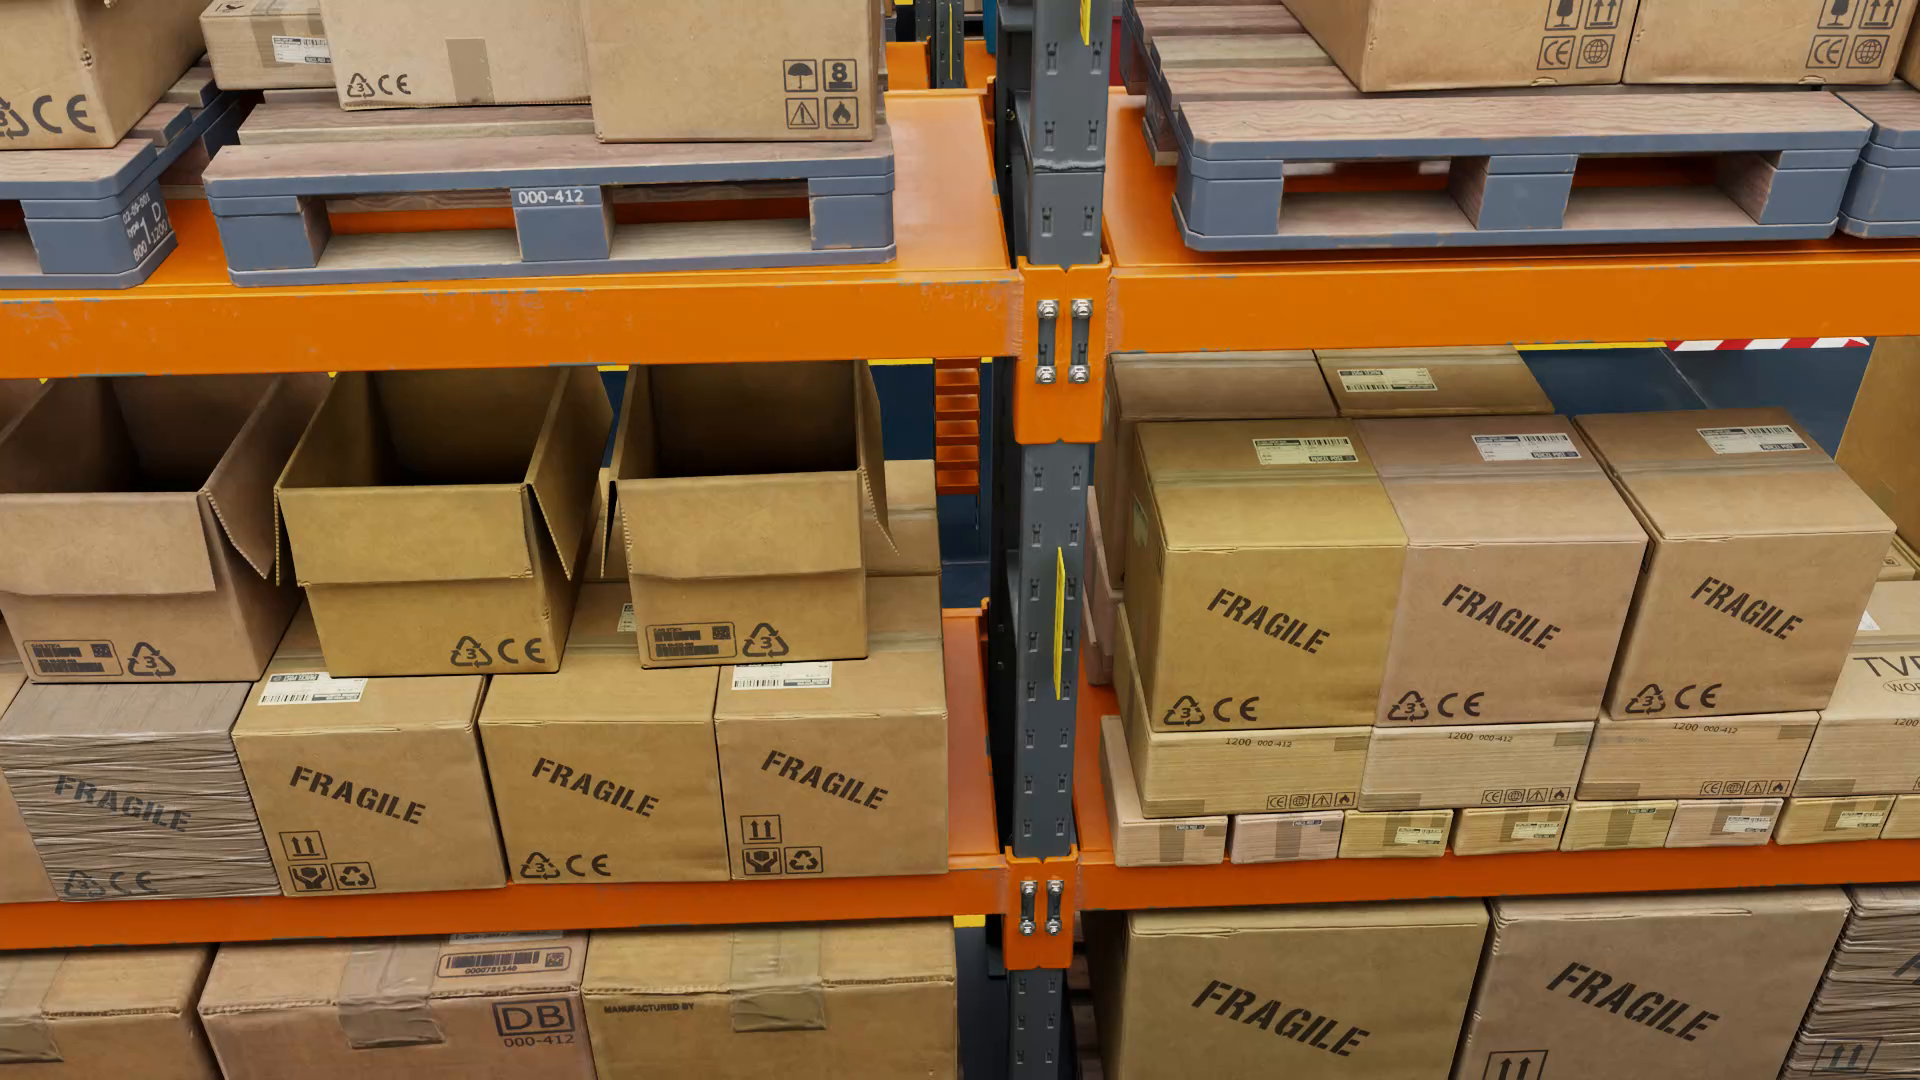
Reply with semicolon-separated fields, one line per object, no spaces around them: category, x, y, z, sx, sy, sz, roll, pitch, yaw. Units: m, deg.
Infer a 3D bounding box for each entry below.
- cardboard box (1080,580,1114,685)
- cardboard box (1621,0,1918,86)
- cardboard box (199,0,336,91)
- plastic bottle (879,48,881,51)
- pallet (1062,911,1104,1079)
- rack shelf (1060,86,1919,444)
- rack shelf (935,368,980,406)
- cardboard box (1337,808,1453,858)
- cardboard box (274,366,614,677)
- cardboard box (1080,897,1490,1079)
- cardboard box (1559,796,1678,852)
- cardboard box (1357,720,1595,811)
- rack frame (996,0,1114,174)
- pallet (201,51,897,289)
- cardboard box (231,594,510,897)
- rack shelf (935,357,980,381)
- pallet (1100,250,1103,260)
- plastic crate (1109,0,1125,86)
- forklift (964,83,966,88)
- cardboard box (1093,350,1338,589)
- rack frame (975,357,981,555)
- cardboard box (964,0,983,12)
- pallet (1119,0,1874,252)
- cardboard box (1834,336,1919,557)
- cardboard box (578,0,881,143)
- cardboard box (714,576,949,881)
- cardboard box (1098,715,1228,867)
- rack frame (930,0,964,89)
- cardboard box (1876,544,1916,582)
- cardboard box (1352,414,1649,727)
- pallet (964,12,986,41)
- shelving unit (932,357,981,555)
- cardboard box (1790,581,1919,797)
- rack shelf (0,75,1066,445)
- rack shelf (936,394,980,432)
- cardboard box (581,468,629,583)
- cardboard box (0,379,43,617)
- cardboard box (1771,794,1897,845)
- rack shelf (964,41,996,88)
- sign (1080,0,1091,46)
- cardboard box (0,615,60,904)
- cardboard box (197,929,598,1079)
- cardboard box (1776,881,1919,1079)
cardboard box;0.456;0.217;4.521;0.250;0.149;0.380;-1;35;-2
cardboard box;1.484;-1.247;3.236;0.500;0.500;0.700;0;35;0
cardboard box;-1.327;-1.040;3.332;0.250;0.149;0.380;-3;35;-4
plastic bottle;-0.445;-2.262;7.991;0.135;0.276;0.152;-2;35;-2
pallet;0.931;1.479;4.928;1.213;0.211;1.003;-2;35;-2
rack shelf;2.165;-0.683;3.598;4.000;0.370;1.077;-2;35;-2
rack shelf;-0.014;-0.654;6.797;0.180;0.103;0.258;-2;35;-2
cardboard box;1.004;0.578;4.000;0.250;0.149;0.380;0;35;-1
cardboard box;-1.156;-0.112;3.806;0.637;0.503;0.797;-1;35;-2
cardboard box;0.830;1.037;4.614;0.875;0.875;0.875;-2;35;-2
cardboard box;1.522;0.563;4.021;0.250;0.149;0.380;-2;35;-3
cardboard box;1.146;0.373;3.945;0.500;0.250;0.500;-2;35;-2
rack frame;0.167;-2.159;2.462;0.127;3.000;1.000;-2;35;-2
pallet;-0.746;-0.794;3.293;1.217;0.209;0.805;-3;35;-4
cardboard box;-1.303;0.462;3.858;0.500;0.500;0.500;-2;35;-3
rack shelf;-0.014;-0.752;6.728;0.180;0.103;0.258;-2;35;-2
pallet;0.666;-1.402;9.091;1.213;0.211;1.003;-2;35;-2
plastic crate;0.837;-2.440;8.030;0.583;0.464;0.402;-2;35;-2
forklift;1.434;-3.921;10.340;3.031;2.935;1.130;0;35;1
cardboard box;0.614;-0.225;4.151;0.500;0.500;0.500;-1;35;-1
rack frame;0.077;-0.495;6.912;0.006;1.200;0.240;-2;35;-2
cardboard box;0.132;-4.287;12.784;0.500;0.311;0.500;-2;35;-2
pallet;0.985;-0.905;3.364;1.213;0.211;1.003;-2;35;-2
cardboard box;2.654;-0.278;4.228;0.500;0.500;0.500;-2;35;-4
cardboard box;-0.411;-1.118;3.136;0.500;0.500;0.700;-1;35;-1
cardboard box;-0.287;0.435;3.898;0.500;0.500;0.500;-1;35;-2
cardboard box;0.479;0.593;3.979;0.250;0.149;0.380;-1;35;-2
rack frame;-0.067;-2.507;8.237;0.127;3.000;1.000;-2;35;-2
cardboard box;2.129;0.046;4.419;0.500;0.250;0.500;-2;35;-3
cardboard box;1.150;0.063;3.735;0.500;0.500;0.500;-2;35;-2
pallet;0.388;-4.194;13.125;1.213;0.211;1.003;-2;35;-2
shelving unit;-0.014;-0.493;6.908;0.189;1.200;0.258;-2;35;-2
cardboard box;2.156;0.347;3.983;0.500;0.250;0.500;-1;35;-2
rack shelf;-1.830;-0.575;3.442;4.000;0.370;1.077;-2;35;-2
rack shelf;-0.014;-0.555;6.865;0.180;0.103;0.258;-2;35;-2
cardboard box;-0.806;0.151;4.307;0.500;0.500;0.500;-1;35;-2
cardboard box;-2.446;-0.064;3.737;0.637;0.503;0.797;-1;35;-1
cardboard box;2.036;0.550;4.041;0.250;0.149;0.380;-2;35;-4
rack shelf;1.931;-2.265;8.520;4.000;0.370;1.077;-2;35;-2
sign;0.203;-0.959;2.633;0.005;0.325;0.100;-2;35;-2
cardboard box;-2.303;0.485;3.825;0.500;0.500;0.500;-2;35;-3
cardboard box;-1.363;1.062;4.577;0.875;0.875;1.225;-3;35;-4
cardboard box;2.618;0.989;4.684;0.875;0.875;0.875;-2;35;-2
